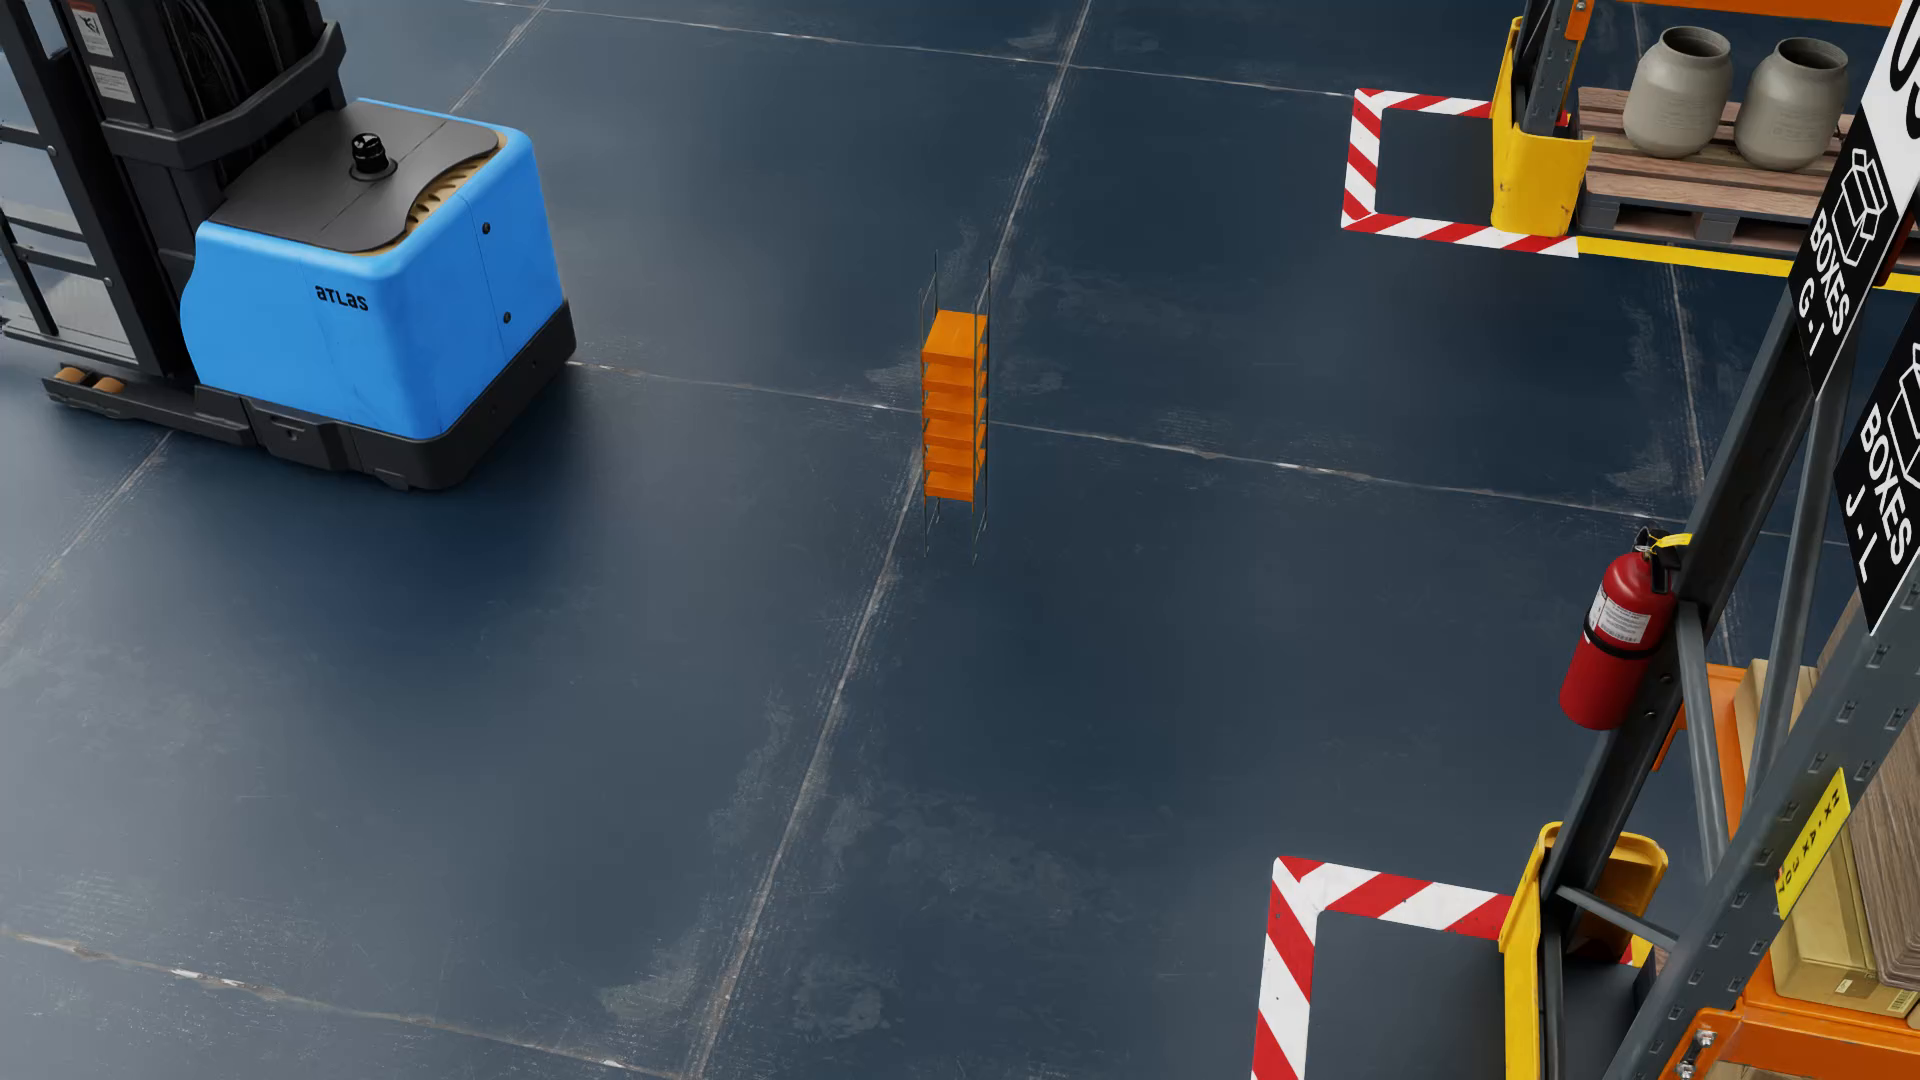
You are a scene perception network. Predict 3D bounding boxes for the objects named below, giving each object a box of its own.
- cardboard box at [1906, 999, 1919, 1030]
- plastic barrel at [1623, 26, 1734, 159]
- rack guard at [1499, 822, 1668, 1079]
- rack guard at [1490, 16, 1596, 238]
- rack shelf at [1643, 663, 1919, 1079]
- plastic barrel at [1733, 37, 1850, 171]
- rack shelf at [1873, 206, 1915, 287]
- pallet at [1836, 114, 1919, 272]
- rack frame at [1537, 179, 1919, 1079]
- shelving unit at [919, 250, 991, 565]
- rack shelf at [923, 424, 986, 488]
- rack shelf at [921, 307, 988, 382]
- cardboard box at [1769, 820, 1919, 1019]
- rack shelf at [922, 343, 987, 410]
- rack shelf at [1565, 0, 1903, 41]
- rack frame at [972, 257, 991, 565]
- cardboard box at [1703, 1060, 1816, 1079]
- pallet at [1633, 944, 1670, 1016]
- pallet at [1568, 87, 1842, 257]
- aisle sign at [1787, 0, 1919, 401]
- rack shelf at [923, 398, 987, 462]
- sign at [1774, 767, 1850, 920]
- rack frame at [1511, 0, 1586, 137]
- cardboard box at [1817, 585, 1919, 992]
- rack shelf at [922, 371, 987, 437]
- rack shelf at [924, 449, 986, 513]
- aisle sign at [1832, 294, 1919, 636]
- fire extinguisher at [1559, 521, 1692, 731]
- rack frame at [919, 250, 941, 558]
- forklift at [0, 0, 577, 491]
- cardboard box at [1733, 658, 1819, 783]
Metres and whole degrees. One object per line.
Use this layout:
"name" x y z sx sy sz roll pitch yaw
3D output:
"cardboard box" 2.072 0.823 3.413 0.250 0.149 0.380 9 45 9
"plastic barrel" 3.347 -2.082 7.741 0.421 0.512 0.421 0 44 0
"rack guard" 1.680 1.389 4.446 0.348 0.500 1.175 9 45 9
"rack guard" 2.772 -1.994 7.961 0.348 0.500 1.175 9 45 9
"rack shelf" 3.558 1.039 3.526 4.000 0.370 1.077 9 45 9
"plastic barrel" 3.836 -2.006 7.662 0.421 0.512 0.421 0 44 0
"rack shelf" 3.558 -0.041 2.486 4.000 0.370 1.077 9 45 9
"pallet" 4.751 -1.577 7.737 1.213 0.211 1.003 9 45 9
"rack frame" 1.606 0.477 3.591 0.127 3.000 1.000 9 45 9
"shelving unit" -0.014 -0.434 5.836 0.189 1.200 0.258 9 45 9
"rack shelf" -0.014 -0.316 5.950 0.180 0.103 0.258 9 45 9
"rack shelf" -0.014 -0.662 5.617 0.180 0.103 0.258 9 45 9
"cardboard box" 1.832 0.772 3.466 0.250 0.149 0.380 9 45 9
"rack shelf" -0.014 -0.575 5.701 0.180 0.103 0.258 9 45 9
"rack shelf" 4.639 -2.313 7.008 4.000 0.370 1.077 9 45 9
"rack frame" 0.075 -0.421 5.822 0.006 1.200 0.240 9 45 9
"cardboard box" 2.212 1.333 4.202 0.500 0.500 0.500 17 46 17
"pallet" 2.465 1.640 4.393 1.213 0.211 1.003 9 45 9
"pallet" 3.564 -1.764 7.930 1.213 0.211 1.003 9 45 9
"aisle sign" 1.611 -0.672 2.910 0.004 0.787 0.394 9 45 9
"rack shelf" -0.014 -0.402 5.867 0.180 0.103 0.258 9 45 9
"sign" 1.488 0.533 2.909 0.005 0.325 0.100 9 45 9
"rack frame" 2.688 -2.875 7.073 0.127 3.000 1.000 9 45 9
"cardboard box" 2.137 0.436 3.347 0.500 0.500 0.875 9 45 9
"rack shelf" -0.014 -0.489 5.784 0.180 0.103 0.258 9 45 9
"rack shelf" -0.014 -0.230 6.033 0.180 0.103 0.258 9 45 9
"aisle sign" 1.480 -0.266 2.488 0.004 0.787 0.394 9 45 9
"fire extinguisher" 1.595 0.176 3.960 0.183 0.674 0.296 9 45 9
"rack frame" -0.103 -0.448 5.851 0.006 1.200 0.240 9 45 9
"forklift" -3.184 -1.877 6.087 3.031 2.935 1.130 14 46 14
"cardboard box" 1.929 0.471 3.778 0.250 0.149 0.380 9 45 9
